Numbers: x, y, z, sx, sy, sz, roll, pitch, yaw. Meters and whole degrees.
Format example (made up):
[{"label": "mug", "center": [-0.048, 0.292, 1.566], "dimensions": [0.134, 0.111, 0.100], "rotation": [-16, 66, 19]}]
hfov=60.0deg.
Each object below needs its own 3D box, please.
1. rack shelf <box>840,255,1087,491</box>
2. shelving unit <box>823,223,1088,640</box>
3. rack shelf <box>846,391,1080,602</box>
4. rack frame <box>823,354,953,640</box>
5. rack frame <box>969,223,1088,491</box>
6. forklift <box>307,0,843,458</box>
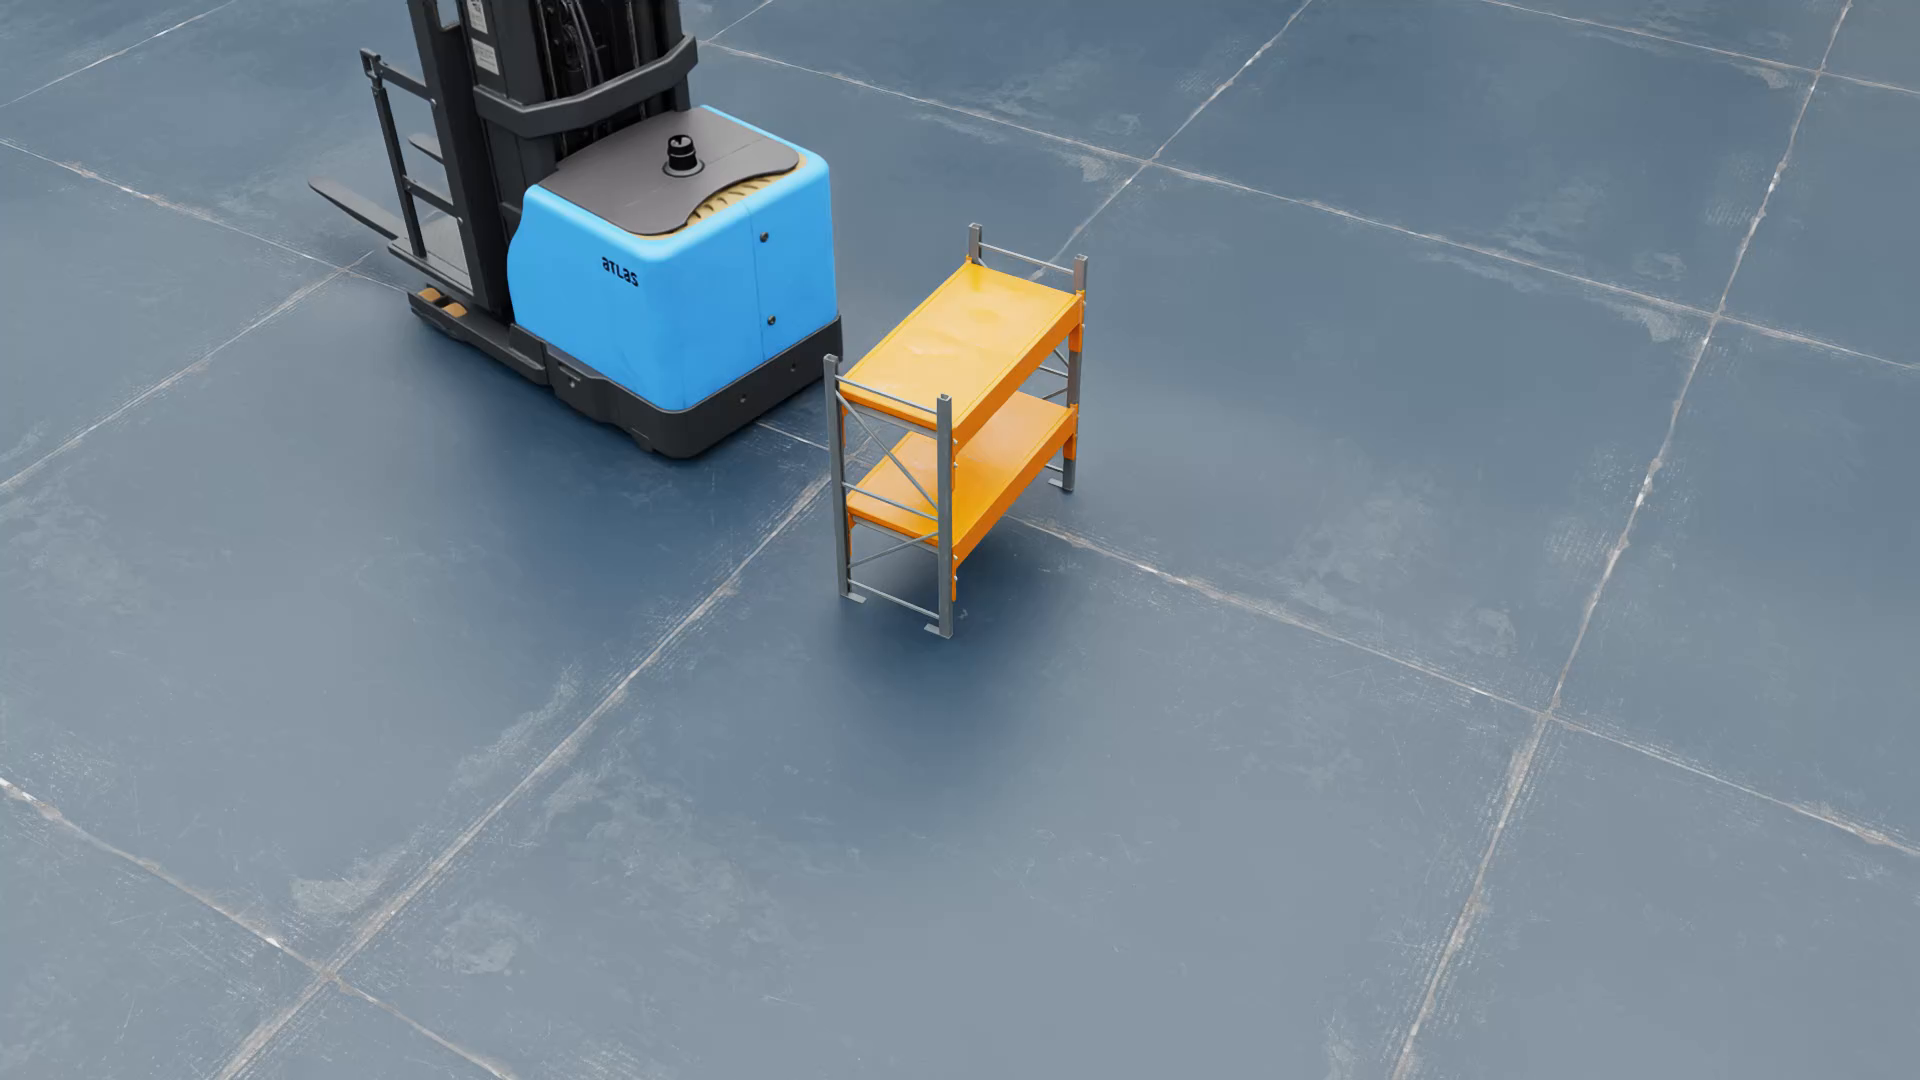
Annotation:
[{"label": "rack shelf", "center": [0.003, -0.646, 6.189], "dimensions": [0.538, 0.278, 1.000], "rotation": [21, 45, 22]}, {"label": "shelving unit", "center": [0.003, -0.426, 6.383], "dimensions": [0.538, 1.125, 1.048], "rotation": [21, 45, 22]}, {"label": "rack shelf", "center": [0.003, -0.243, 6.544], "dimensions": [0.538, 0.278, 1.000], "rotation": [21, 45, 22]}, {"label": "rack frame", "center": [-0.251, -0.135, 6.052], "dimensions": [0.500, 1.125, 0.032], "rotation": [21, 45, 22]}, {"label": "rack frame", "center": [0.258, -0.717, 6.713], "dimensions": [0.500, 1.125, 0.032], "rotation": [21, 45, 22]}, {"label": "forklift", "center": [-1.976, -2.281, 7.122], "dimensions": [3.031, 2.935, 1.130], "rotation": [30, 49, 29]}]
